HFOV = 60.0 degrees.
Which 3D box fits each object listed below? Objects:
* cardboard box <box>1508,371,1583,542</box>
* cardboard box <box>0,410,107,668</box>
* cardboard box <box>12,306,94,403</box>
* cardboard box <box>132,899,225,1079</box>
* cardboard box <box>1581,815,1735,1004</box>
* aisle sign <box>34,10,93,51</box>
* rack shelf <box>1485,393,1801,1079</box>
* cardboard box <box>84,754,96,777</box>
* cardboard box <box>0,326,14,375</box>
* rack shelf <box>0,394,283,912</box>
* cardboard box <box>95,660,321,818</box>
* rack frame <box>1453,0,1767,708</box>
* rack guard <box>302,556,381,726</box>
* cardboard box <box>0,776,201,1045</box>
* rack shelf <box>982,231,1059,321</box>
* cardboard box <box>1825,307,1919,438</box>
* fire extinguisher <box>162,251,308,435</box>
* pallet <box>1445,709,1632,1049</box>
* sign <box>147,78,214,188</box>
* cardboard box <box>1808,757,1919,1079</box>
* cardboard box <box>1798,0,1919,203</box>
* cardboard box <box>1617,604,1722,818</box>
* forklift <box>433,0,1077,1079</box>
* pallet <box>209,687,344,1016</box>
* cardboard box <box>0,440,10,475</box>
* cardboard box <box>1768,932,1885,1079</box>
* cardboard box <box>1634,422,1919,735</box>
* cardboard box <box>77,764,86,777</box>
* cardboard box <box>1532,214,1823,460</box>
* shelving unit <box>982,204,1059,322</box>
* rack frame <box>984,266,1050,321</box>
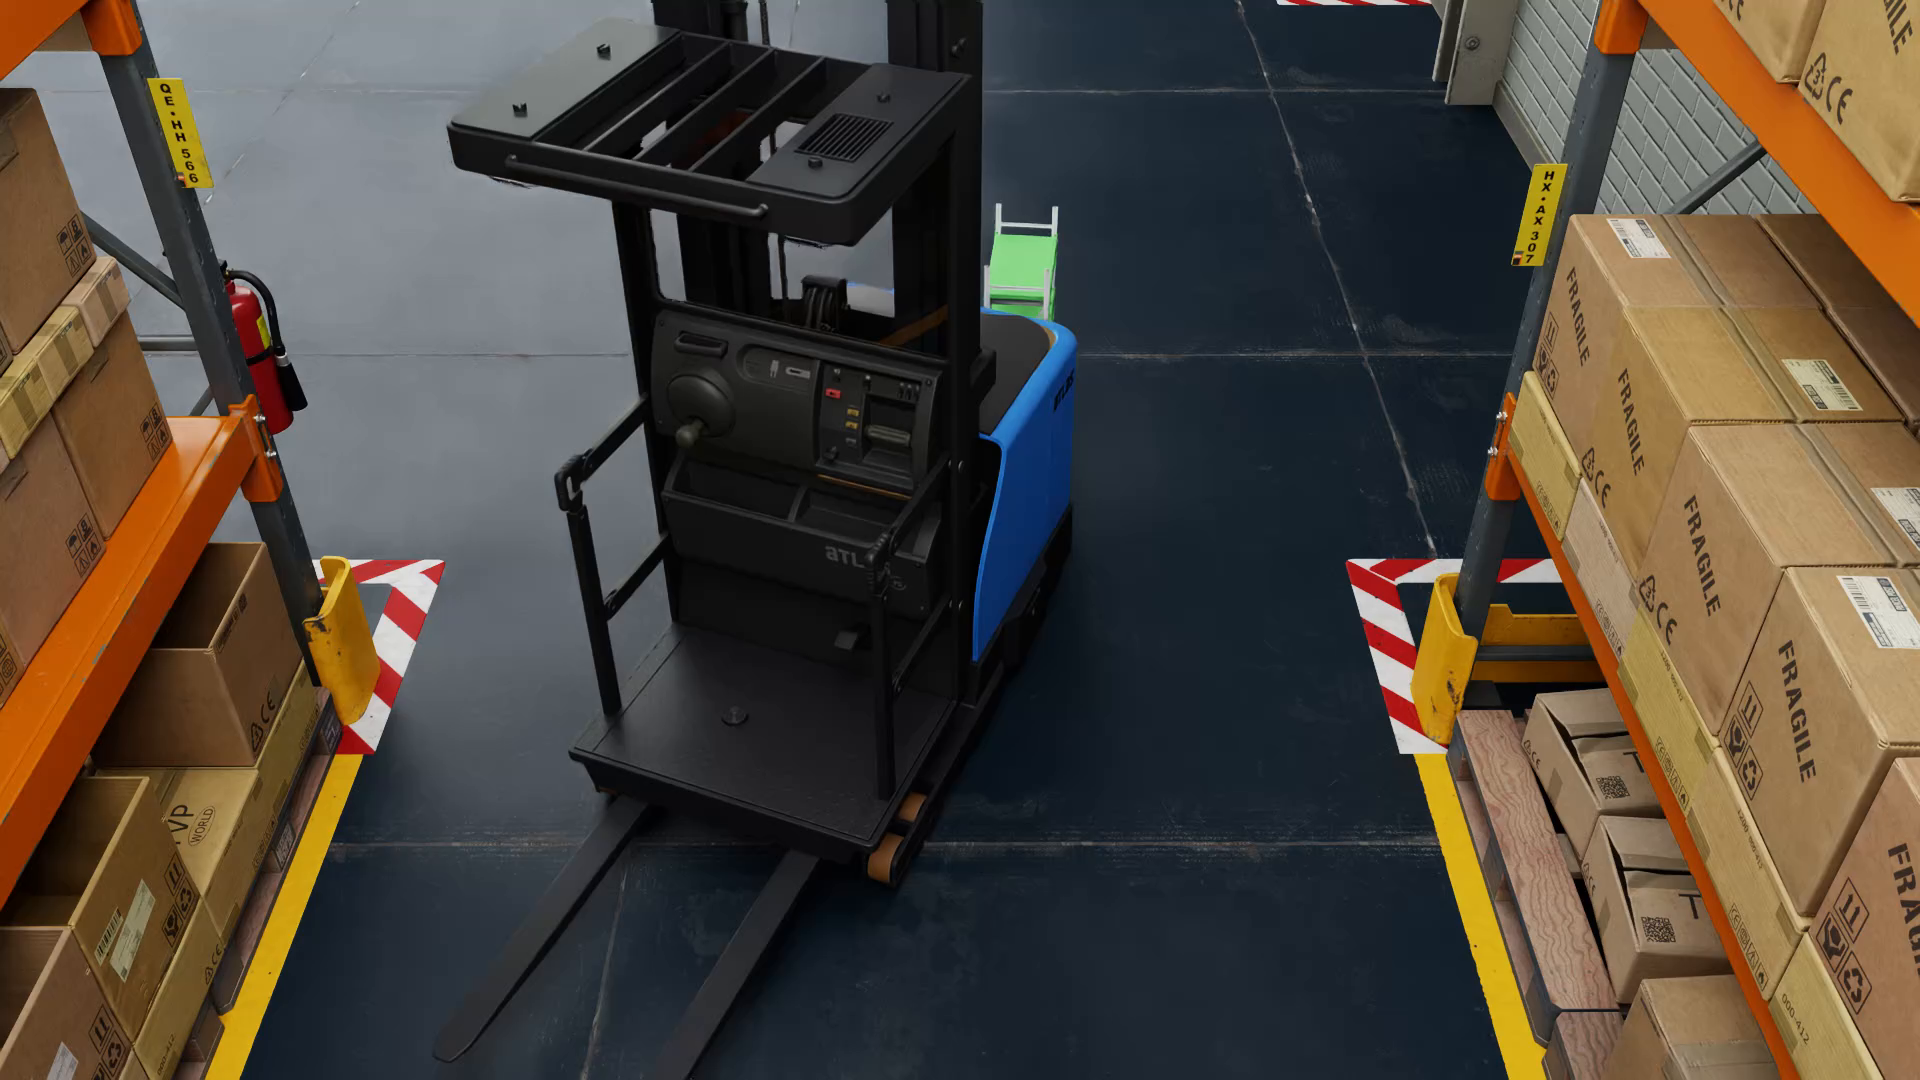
[{"bbox_3d":[1.912,-0.249,4.766,0.500,0.250,0.500,-1,39,-1],"label":"cardboard box"},{"bbox_3d":[-2.731,-0.018,4.294,0.700,0.500,0.500,1,39,1],"label":"cardboard box"},{"bbox_3d":[-2.532,-0.489,4.363,0.380,0.149,0.250,1,39,1],"label":"cardboard box"},{"bbox_3d":[-2.413,1.270,4.629,0.500,0.250,0.500,0,39,0],"label":"cardboard box"},{"bbox_3d":[2.141,1.061,4.825,0.500,0.311,0.500,3,39,4],"label":"cardboard box"},{"bbox_3d":[-2.431,-1.655,4.338,0.394,0.787,0.004,0,39,0],"label":"aisle sign"},{"bbox_3d":[2.232,0.926,3.771,1.077,0.370,4.000,0,39,0],"label":"rack shelf"},{"bbox_3d":[-2.946,0.645,5.409,0.500,0.250,0.500,0,39,0],"label":"cardboard box"},{"bbox_3d":[-2.731,-0.491,3.846,0.700,0.500,0.500,-1,39,-1],"label":"cardboard box"},{"bbox_3d":[-2.722,0.932,3.764,1.077,0.370,4.000,0,39,0],"label":"rack shelf"},{"bbox_3d":[-2.428,0.645,5.410,0.500,0.250,0.500,0,39,0],"label":"cardboard box"},{"bbox_3d":[2.229,-0.605,5.107,1.000,3.000,0.127,0,39,0],"label":"rack frame"},{"bbox_3d":[-2.724,0.361,5.900,1.175,0.500,0.348,0,39,0],"label":"rack guard"},{"bbox_3d":[-2.410,0.977,4.395,0.500,0.500,0.500,0,39,0],"label":"cardboard box"},{"bbox_3d":[0.234,-0.999,6.372,0.258,0.148,0.480,4,39,5],"label":"rack shelf"},{"bbox_3d":[2.433,-0.238,4.152,0.500,0.500,0.500,0,39,1],"label":"cardboard box"},{"bbox_3d":[-2.260,-0.644,5.216,0.296,0.674,0.183,0,39,0],"label":"fire extinguisher"},{"bbox_3d":[2.195,1.038,5.285,1.003,0.211,1.213,0,39,0],"label":"pallet"},{"bbox_3d":[-2.182,-1.135,4.653,0.100,0.325,0.005,0,39,0],"label":"sign"},{"bbox_3d":[1.928,0.732,2.943,0.500,0.500,0.500,-1,39,-1],"label":"cardboard box"},{"bbox_3d":[1.949,-0.953,3.046,0.500,0.500,0.500,2,39,2],"label":"cardboard box"},{"bbox_3d":[1.922,0.394,3.964,0.500,0.250,0.500,-1,39,-1],"label":"cardboard box"},{"bbox_3d":[-0.586,-0.339,4.829,1.130,2.935,3.031,14,41,17],"label":"forklift"},{"bbox_3d":[-2.682,0.967,5.375,1.003,0.211,1.213,0,39,0],"label":"pallet"},{"bbox_3d":[-2.533,-0.172,3.967,0.380,0.149,0.250,0,39,1],"label":"cardboard box"},{"bbox_3d":[1.922,1.025,3.177,0.500,0.250,0.500,0,39,0],"label":"cardboard box"},{"bbox_3d":[1.914,0.084,3.751,0.500,0.500,0.500,-1,39,-2],"label":"cardboard box"},{"bbox_3d":[-2.944,0.665,4.785,0.500,0.500,0.500,0,39,0],"label":"cardboard box"},{"bbox_3d":[1.929,-0.549,4.540,0.500,0.500,0.500,0,39,0],"label":"cardboard box"},{"bbox_3d":[0.234,-0.675,6.633,0.258,1.200,0.503,4,39,5],"label":"shelving unit"},{"bbox_3d":[0.209,-0.523,6.443,0.240,1.200,0.015,4,39,5],"label":"rack frame"}]
